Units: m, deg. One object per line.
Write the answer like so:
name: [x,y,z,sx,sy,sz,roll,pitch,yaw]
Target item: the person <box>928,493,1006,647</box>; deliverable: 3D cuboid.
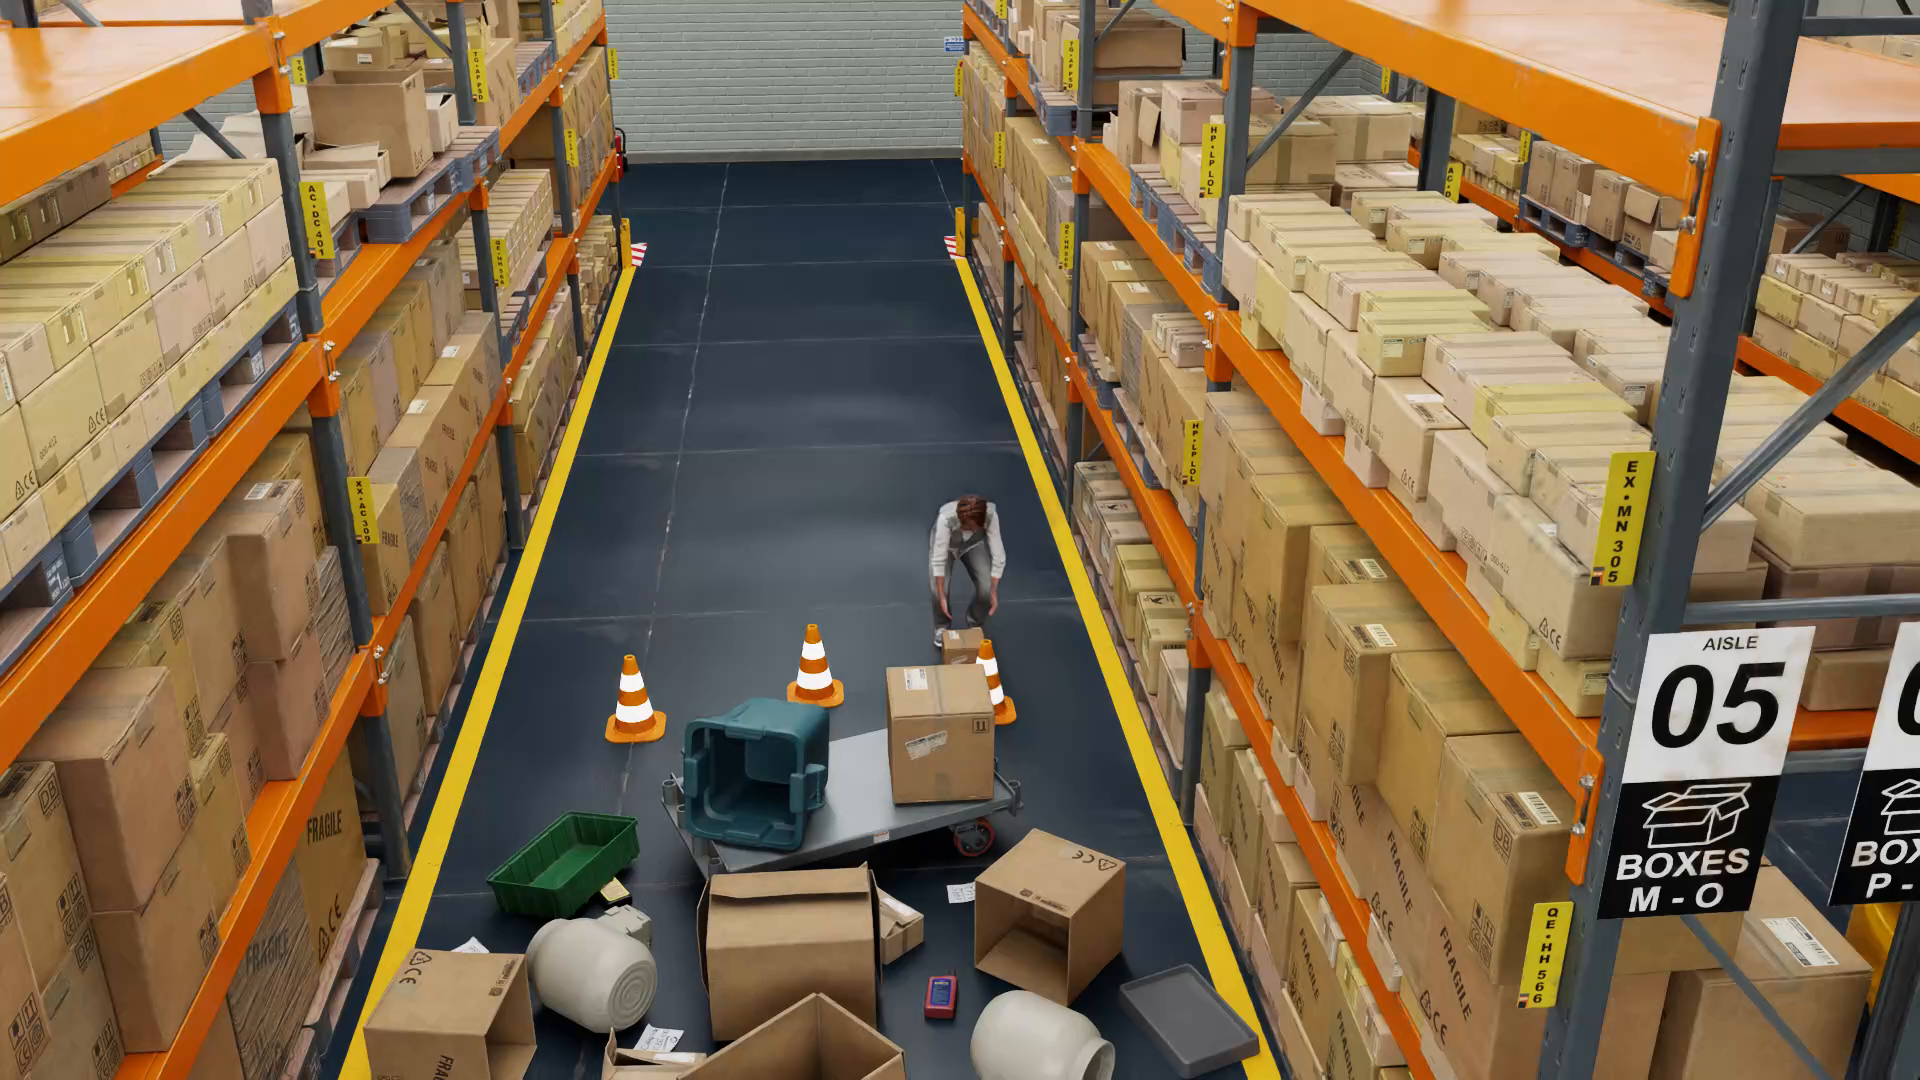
person: [0.036,0.146,10.366,0.462,1.129,0.736,-2,24,-5]
